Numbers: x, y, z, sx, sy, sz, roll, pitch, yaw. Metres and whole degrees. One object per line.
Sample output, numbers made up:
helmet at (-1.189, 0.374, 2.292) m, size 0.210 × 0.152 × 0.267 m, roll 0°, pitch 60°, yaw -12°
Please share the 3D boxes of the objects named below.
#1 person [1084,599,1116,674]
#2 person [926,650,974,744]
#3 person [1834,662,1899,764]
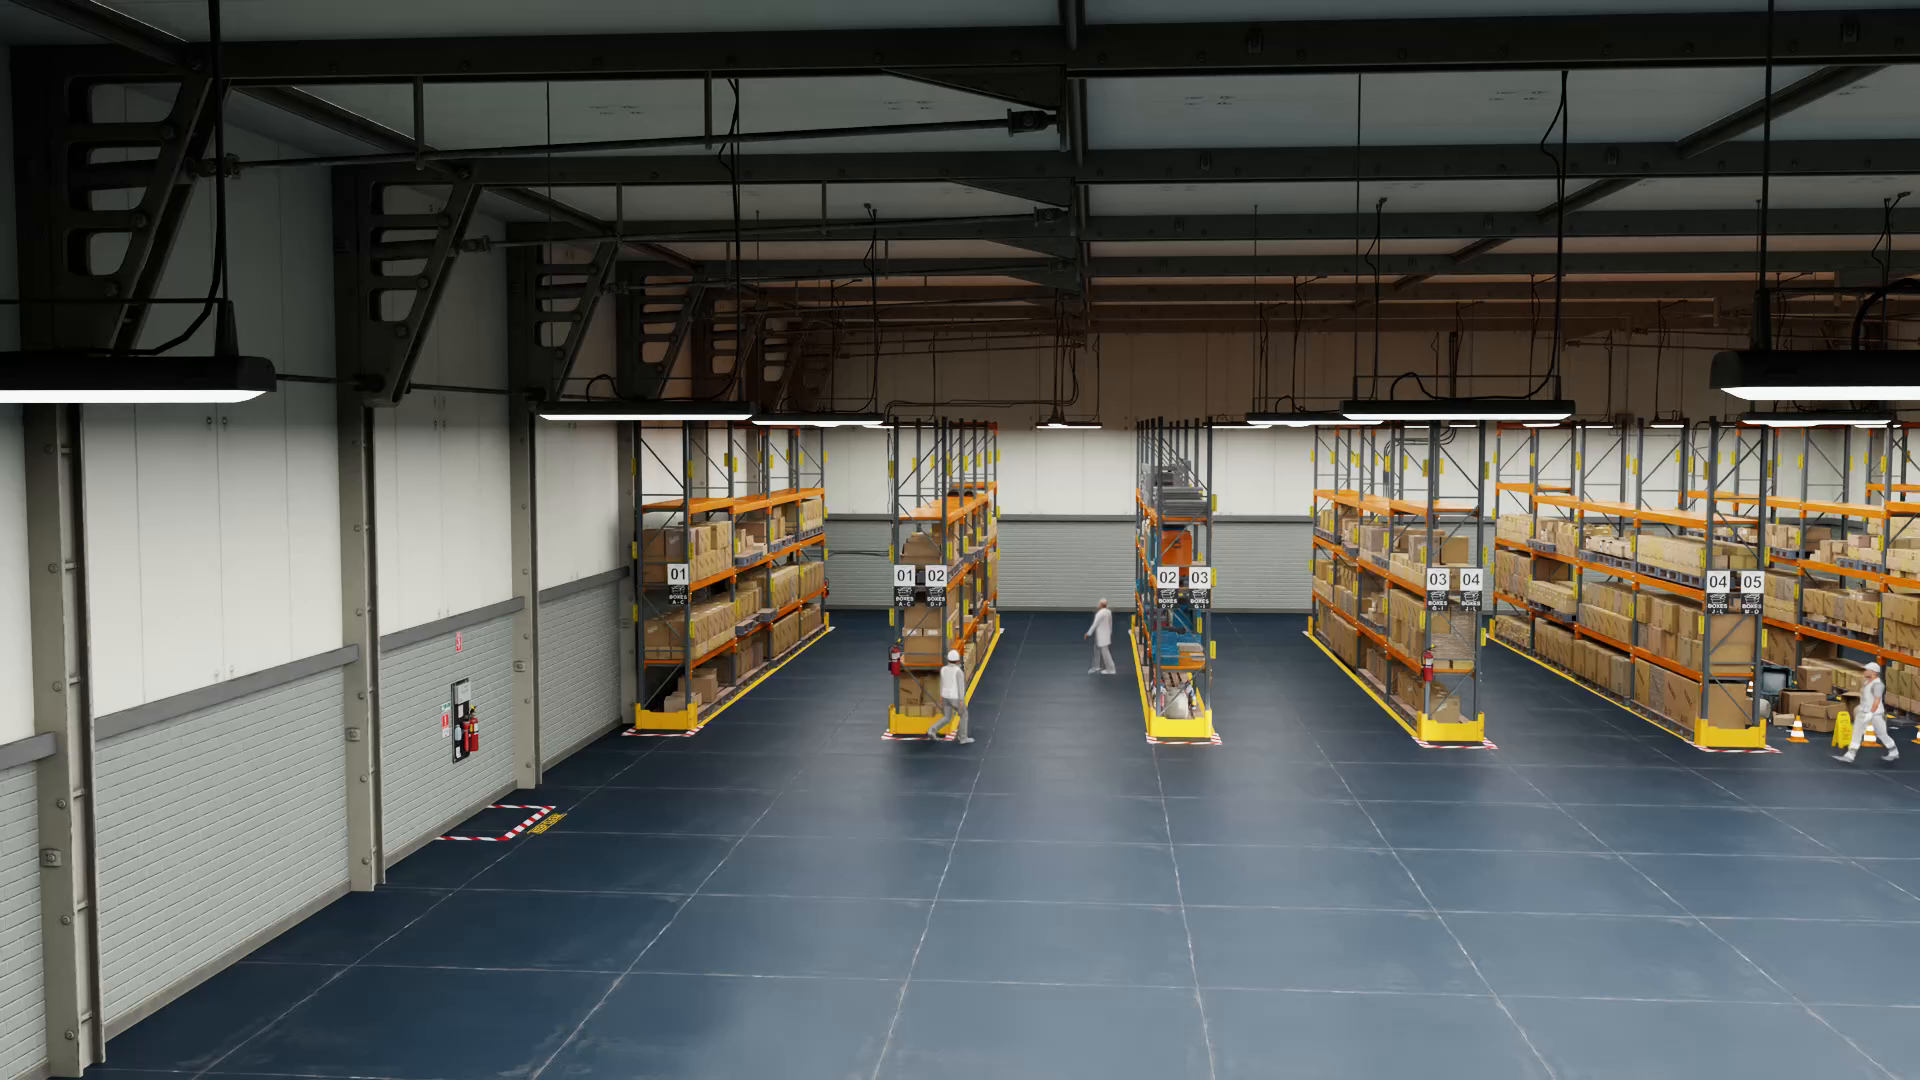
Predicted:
person at (3.299, 2.372, 38.935) m, size 0.832 × 1.610 × 0.670 m, roll 2°, pitch 4°, yaw 30°
person at (-0.152, 2.864, 30.288) m, size 0.926 × 1.733 × 0.550 m, roll -3°, pitch 5°, yaw -37°
person at (15.658, 2.981, 28.589) m, size 1.063 × 1.753 × 0.494 m, roll -1°, pitch 4°, yaw -17°
